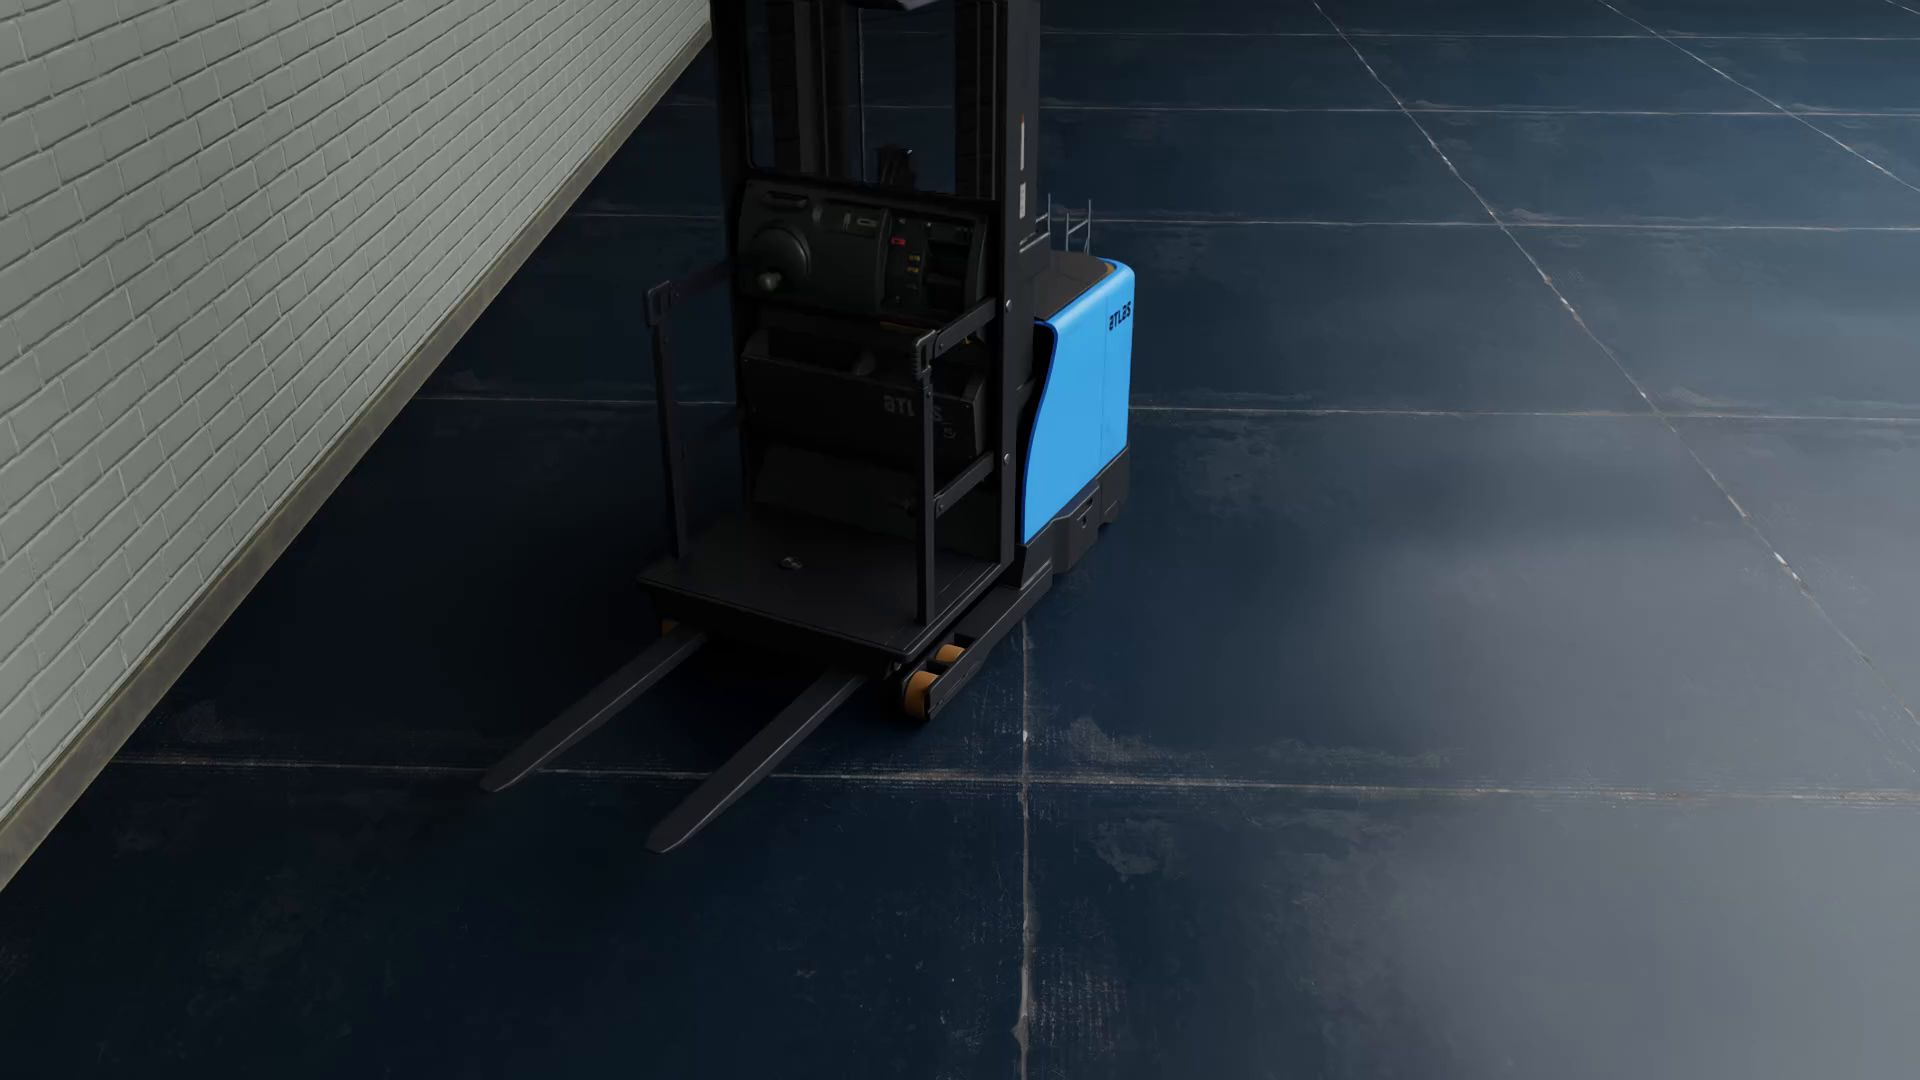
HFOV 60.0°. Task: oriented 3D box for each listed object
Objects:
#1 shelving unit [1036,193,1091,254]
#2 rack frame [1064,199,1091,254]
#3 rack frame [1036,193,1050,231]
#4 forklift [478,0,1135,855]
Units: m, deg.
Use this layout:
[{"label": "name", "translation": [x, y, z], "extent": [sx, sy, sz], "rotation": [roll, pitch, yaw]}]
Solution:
[{"label": "shelving unit", "translation": [0.397, -0.839, 7.050], "extent": [0.189, 1.200, 0.258], "rotation": [14, 31, 24]}, {"label": "rack frame", "translation": [0.478, -0.819, 7.012], "extent": [0.006, 1.200, 0.240], "rotation": [14, 31, 24]}, {"label": "rack frame", "translation": [0.316, -0.858, 7.087], "extent": [0.006, 1.200, 0.240], "rotation": [14, 31, 24]}, {"label": "forklift", "translation": [-0.429, -0.926, 5.367], "extent": [1.130, 2.935, 3.031], "rotation": [14, 31, 24]}]
